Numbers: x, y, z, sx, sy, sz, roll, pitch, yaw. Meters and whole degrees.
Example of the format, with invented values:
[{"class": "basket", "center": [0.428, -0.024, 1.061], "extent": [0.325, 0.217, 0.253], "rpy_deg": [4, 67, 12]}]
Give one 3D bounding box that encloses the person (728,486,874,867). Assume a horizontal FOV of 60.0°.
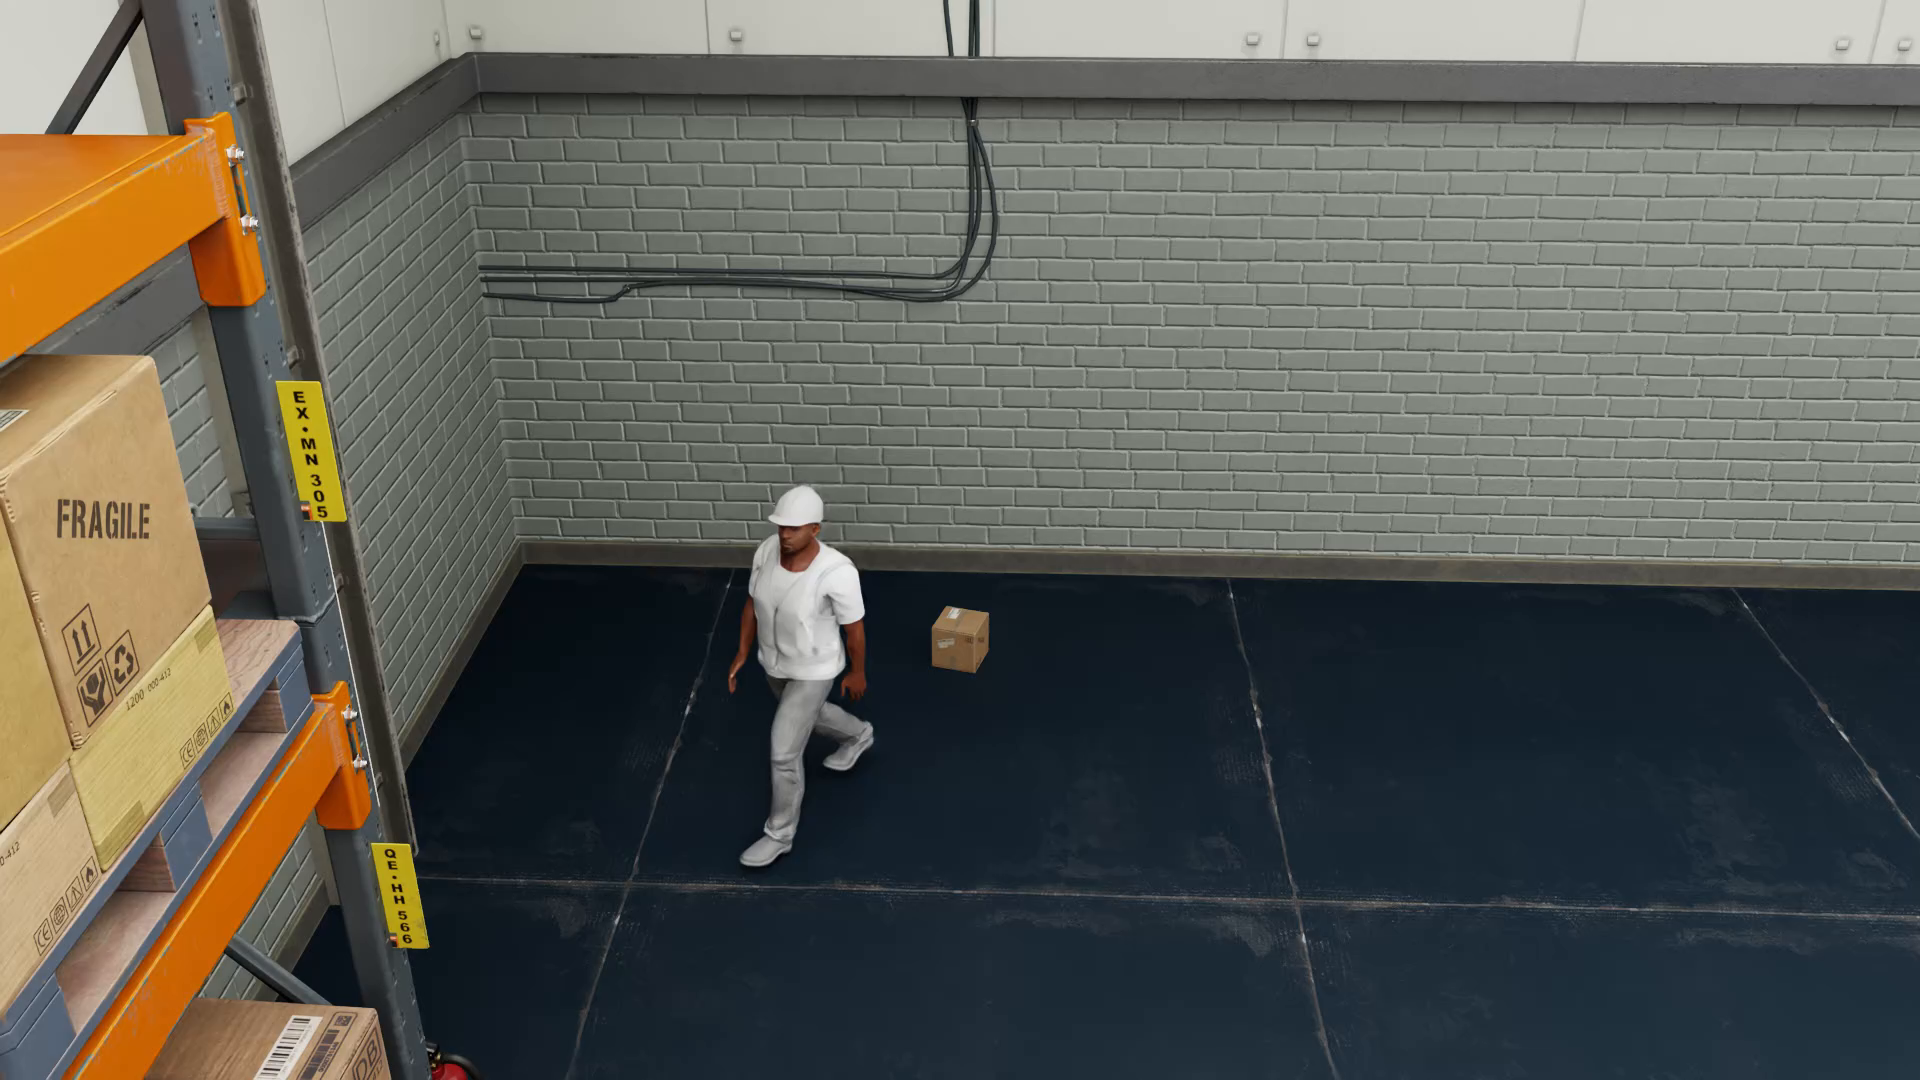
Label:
[{"class": "person", "center": [-0.727, 0.548, 7.559], "extent": [0.564, 1.724, 1.041], "rpy_deg": [22, 35, 35]}]
